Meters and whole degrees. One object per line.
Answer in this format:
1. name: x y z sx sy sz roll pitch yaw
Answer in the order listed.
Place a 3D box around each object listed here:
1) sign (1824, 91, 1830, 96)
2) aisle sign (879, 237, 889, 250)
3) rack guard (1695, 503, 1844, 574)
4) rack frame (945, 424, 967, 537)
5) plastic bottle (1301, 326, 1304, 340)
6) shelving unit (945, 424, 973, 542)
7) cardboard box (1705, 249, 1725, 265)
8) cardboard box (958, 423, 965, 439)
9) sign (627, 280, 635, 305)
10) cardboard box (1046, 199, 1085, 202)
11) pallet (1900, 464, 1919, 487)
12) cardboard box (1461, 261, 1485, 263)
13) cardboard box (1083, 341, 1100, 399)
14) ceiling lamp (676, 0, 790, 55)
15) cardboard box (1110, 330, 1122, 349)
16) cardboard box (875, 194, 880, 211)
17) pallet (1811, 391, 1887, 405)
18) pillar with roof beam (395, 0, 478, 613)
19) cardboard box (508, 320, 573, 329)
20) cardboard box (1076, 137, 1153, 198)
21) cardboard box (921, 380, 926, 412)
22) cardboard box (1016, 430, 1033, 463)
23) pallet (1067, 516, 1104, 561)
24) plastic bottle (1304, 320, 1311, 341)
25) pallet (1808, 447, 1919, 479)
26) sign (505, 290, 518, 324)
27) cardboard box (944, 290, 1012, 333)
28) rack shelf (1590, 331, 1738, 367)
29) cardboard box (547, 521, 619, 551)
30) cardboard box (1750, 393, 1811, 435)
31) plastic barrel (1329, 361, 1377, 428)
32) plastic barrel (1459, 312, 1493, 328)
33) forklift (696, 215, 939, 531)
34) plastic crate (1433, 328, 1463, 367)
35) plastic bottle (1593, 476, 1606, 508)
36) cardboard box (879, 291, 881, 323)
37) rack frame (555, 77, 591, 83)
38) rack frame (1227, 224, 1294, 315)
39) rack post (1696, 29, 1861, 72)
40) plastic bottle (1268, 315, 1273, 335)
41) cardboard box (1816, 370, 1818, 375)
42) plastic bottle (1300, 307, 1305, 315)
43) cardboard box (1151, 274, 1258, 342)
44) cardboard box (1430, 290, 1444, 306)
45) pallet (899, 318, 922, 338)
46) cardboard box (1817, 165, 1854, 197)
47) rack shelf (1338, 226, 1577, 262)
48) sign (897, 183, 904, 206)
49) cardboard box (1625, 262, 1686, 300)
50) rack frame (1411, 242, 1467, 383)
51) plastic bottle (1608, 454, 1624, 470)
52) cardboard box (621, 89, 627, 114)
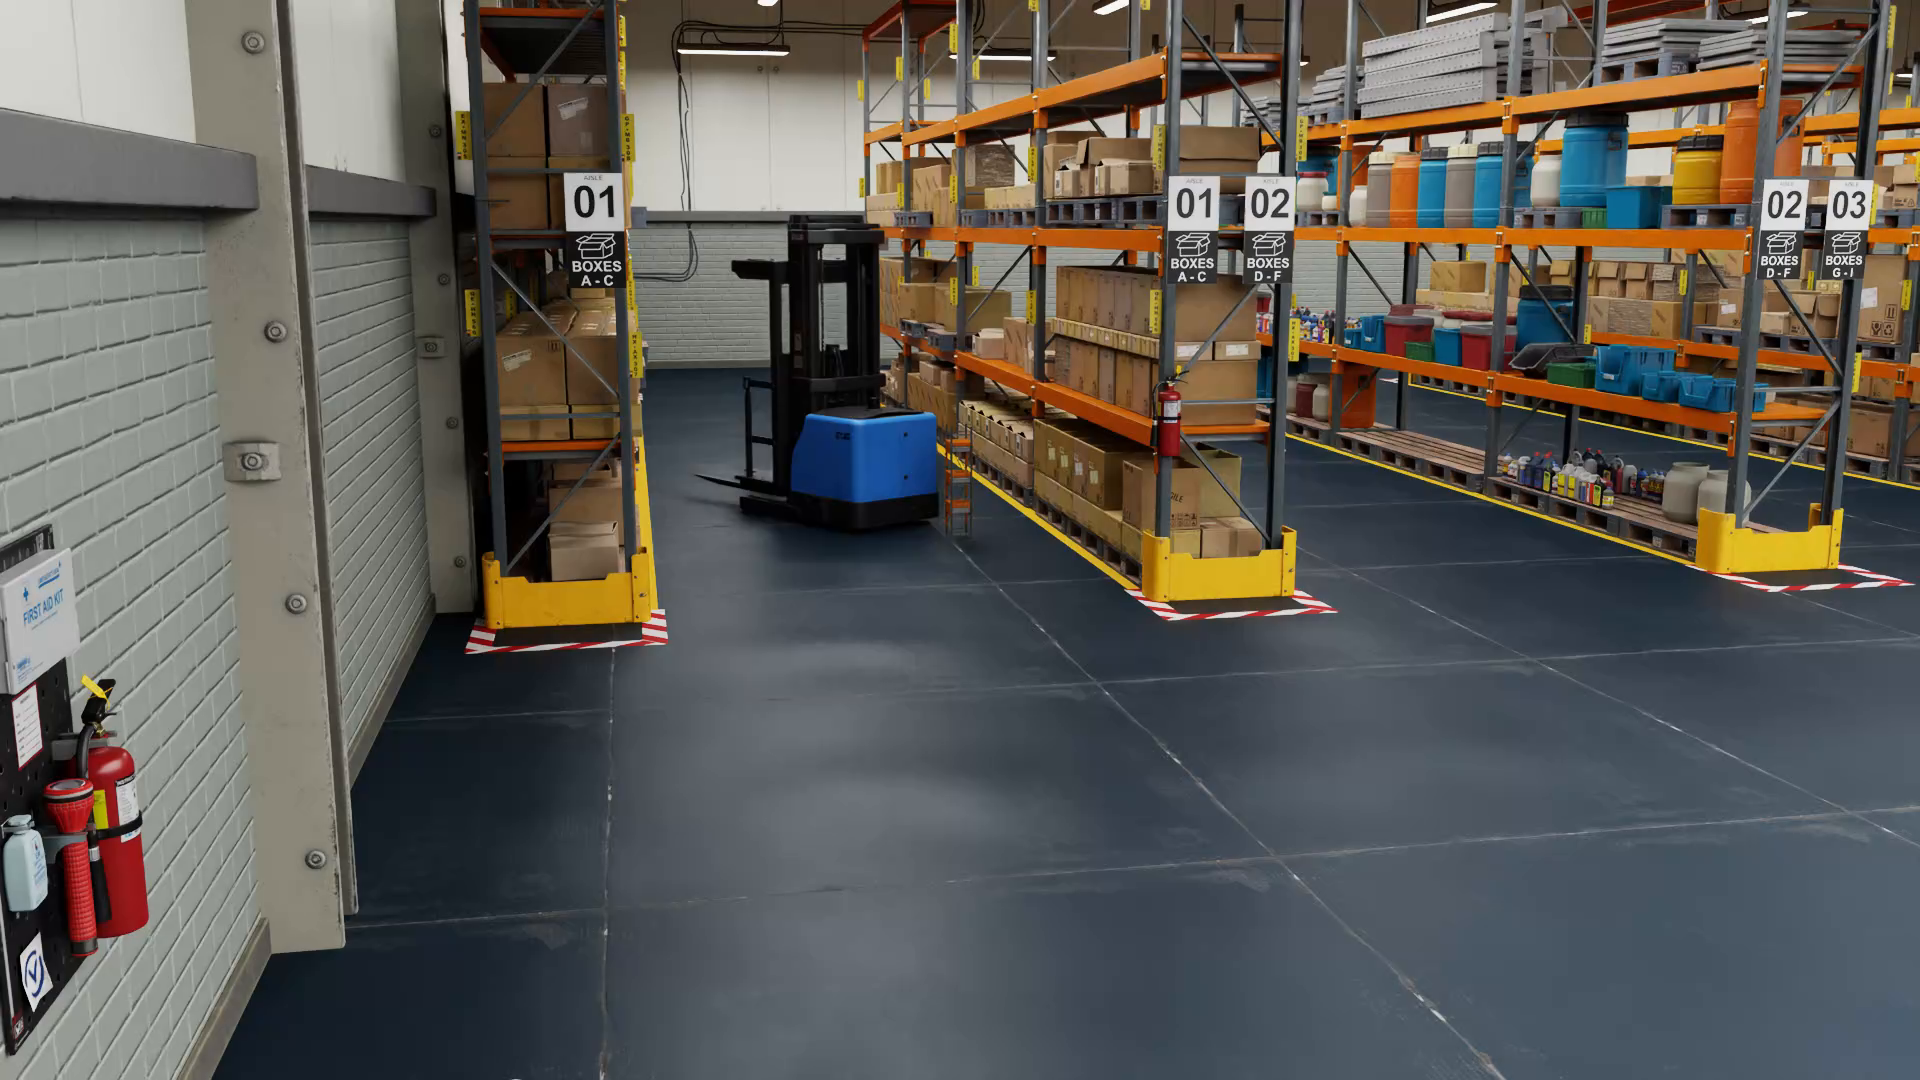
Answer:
1. sign: 13.748 -7.205 26.328 0.100 0.325 0.005 -2 11 -11
2. aisle sign: -1.398 -5.268 27.952 0.394 0.787 0.004 -2 11 -11
3. rack guard: 6.813 -0.018 14.008 1.175 0.500 0.348 -2 11 -11
4. rack frame: -0.034 -0.548 15.321 0.200 1.050 0.008 -2 11 -11
5. plastic bottle: 4.677 -2.816 22.552 0.097 0.201 0.097 0 11 0
6. shelving unit: -0.010 -0.526 15.203 0.215 1.050 0.252 -2 11 -11
7. cardboard box: 13.516 -4.916 29.320 0.500 0.500 0.500 -2 11 -12
8. cardboard box: 0.273 -1.270 20.133 0.500 0.250 0.500 -2 11 -11
9. sign: -3.869 -2.892 19.538 0.100 0.325 0.005 -2 11 -11
10. cardboard box: 1.126 -3.508 16.912 0.500 0.250 0.500 -1 11 -5
11. pallet: 11.120 -0.656 18.131 1.003 0.211 1.213 -2 11 -11
12. cardboard box: 8.973 -4.710 29.571 0.500 0.500 0.500 -2 11 -10
13. cardboard box: 1.532 -1.567 15.195 0.700 0.500 0.500 -2 11 -10
14. ceiling lamp: -4.000 -10.207 29.197 2.000 3.185 0.800 -2 11 -11
15. cardboard box: 1.500 -1.723 14.277 0.380 0.149 0.250 -2 11 -9
16. cardboard box: -1.059 -5.347 26.363 0.500 0.250 0.500 -2 11 -11
17. pallet: 14.437 -2.264 26.581 1.003 0.211 1.213 -2 11 -11
18. pillar with roof beam: 0.395 -4.074 12.588 9.100 9.000 0.400 -2 11 -11
19. cardboard box: -3.435 -1.537 13.643 0.500 0.500 0.500 -2 11 -10
20. cardboard box: 1.434 -3.281 14.668 0.797 0.503 0.637 -1 11 -5
21. cardboard box: -0.259 -1.957 23.016 0.500 0.500 0.500 -2 11 -10
22. cardboard box: 0.877 -0.983 17.123 0.500 0.311 0.500 -2 11 -11
23. pallet: 1.591 -0.047 14.930 1.003 0.211 1.213 -2 11 -11
24. plastic bottle: 4.696 -2.832 22.452 0.097 0.271 0.097 0 11 0
25. pallet: 10.802 -0.920 19.522 1.003 0.211 1.213 -2 11 -11
26. sign: -4.165 -2.155 15.454 0.100 0.325 0.005 -2 11 -11
27. cardboard box: 0.226 -2.888 21.013 0.700 0.500 0.500 -6 12 -30
28. rack shelf: 9.788 -2.895 24.360 1.077 0.370 4.000 -2 11 -11
29. cardboard box: -3.001 -0.004 13.261 0.500 0.311 0.500 -1 11 -6
30. cardboard box: 10.447 -1.646 21.384 0.700 0.500 0.500 -3 11 -16
31. plastic barrel: 5.207 -1.930 22.051 0.600 0.830 0.708 -2 11 -11
32. plastic barrel: 5.983 -2.352 19.223 0.433 0.535 0.433 0 11 0
33. forklift: -1.560 -1.744 16.573 1.130 2.935 3.031 -9 14 -41
34. plastic crate: 5.577 -2.151 18.570 0.392 0.384 0.575 -2 11 -11
35. plastic bottle: 6.047 -0.457 15.718 0.061 0.283 0.133 -2 11 -10
36. cardboard box: -1.069 -3.760 26.717 0.500 0.500 0.500 -2 11 -11
37. rack frame: -5.955 -6.755 26.674 1.000 3.000 0.127 -2 11 -11
38. rack frame: 4.540 -3.435 25.273 1.000 3.000 0.127 -2 11 -11
39. rack post: 6.852 -4.079 13.949 0.937 0.300 0.954 -1 11 -5
40. plastic bottle: 4.482 -3.063 23.651 0.152 0.276 0.135 -2 11 -11
41. cardboard box: 14.390 -2.850 27.907 0.380 0.149 0.250 -2 11 -11
42. plastic bottle: 5.040 -3.254 24.455 0.144 0.351 0.185 -2 11 -11
43. cardboard box: 1.926 -1.837 13.140 0.700 0.500 0.500 -2 11 -11
44. cardboard box: 8.557 -4.228 29.047 0.500 0.250 0.500 -2 11 -12
45. pallet: -0.271 -3.010 23.558 1.003 0.211 1.213 -2 11 -11
46. cardboard box: 10.707 -4.386 20.645 0.500 0.500 0.500 -2 11 -10
47. rack shelf: 5.707 -3.454 19.279 1.077 0.370 4.000 -2 11 -11
48. sign: -0.850 -4.962 23.891 0.100 0.325 0.005 -2 11 -11
49. cardboard box: 9.926 -3.677 23.598 0.797 0.503 0.637 -2 11 -10
50. rack frame: 8.621 -4.348 30.074 1.000 3.000 0.127 -2 11 -11
51. plastic bottle: 6.605 -0.680 16.710 0.144 0.351 0.185 -2 11 -11
52. cardboard box: -2.728 -3.071 12.343 0.500 0.500 0.500 -2 11 -12
